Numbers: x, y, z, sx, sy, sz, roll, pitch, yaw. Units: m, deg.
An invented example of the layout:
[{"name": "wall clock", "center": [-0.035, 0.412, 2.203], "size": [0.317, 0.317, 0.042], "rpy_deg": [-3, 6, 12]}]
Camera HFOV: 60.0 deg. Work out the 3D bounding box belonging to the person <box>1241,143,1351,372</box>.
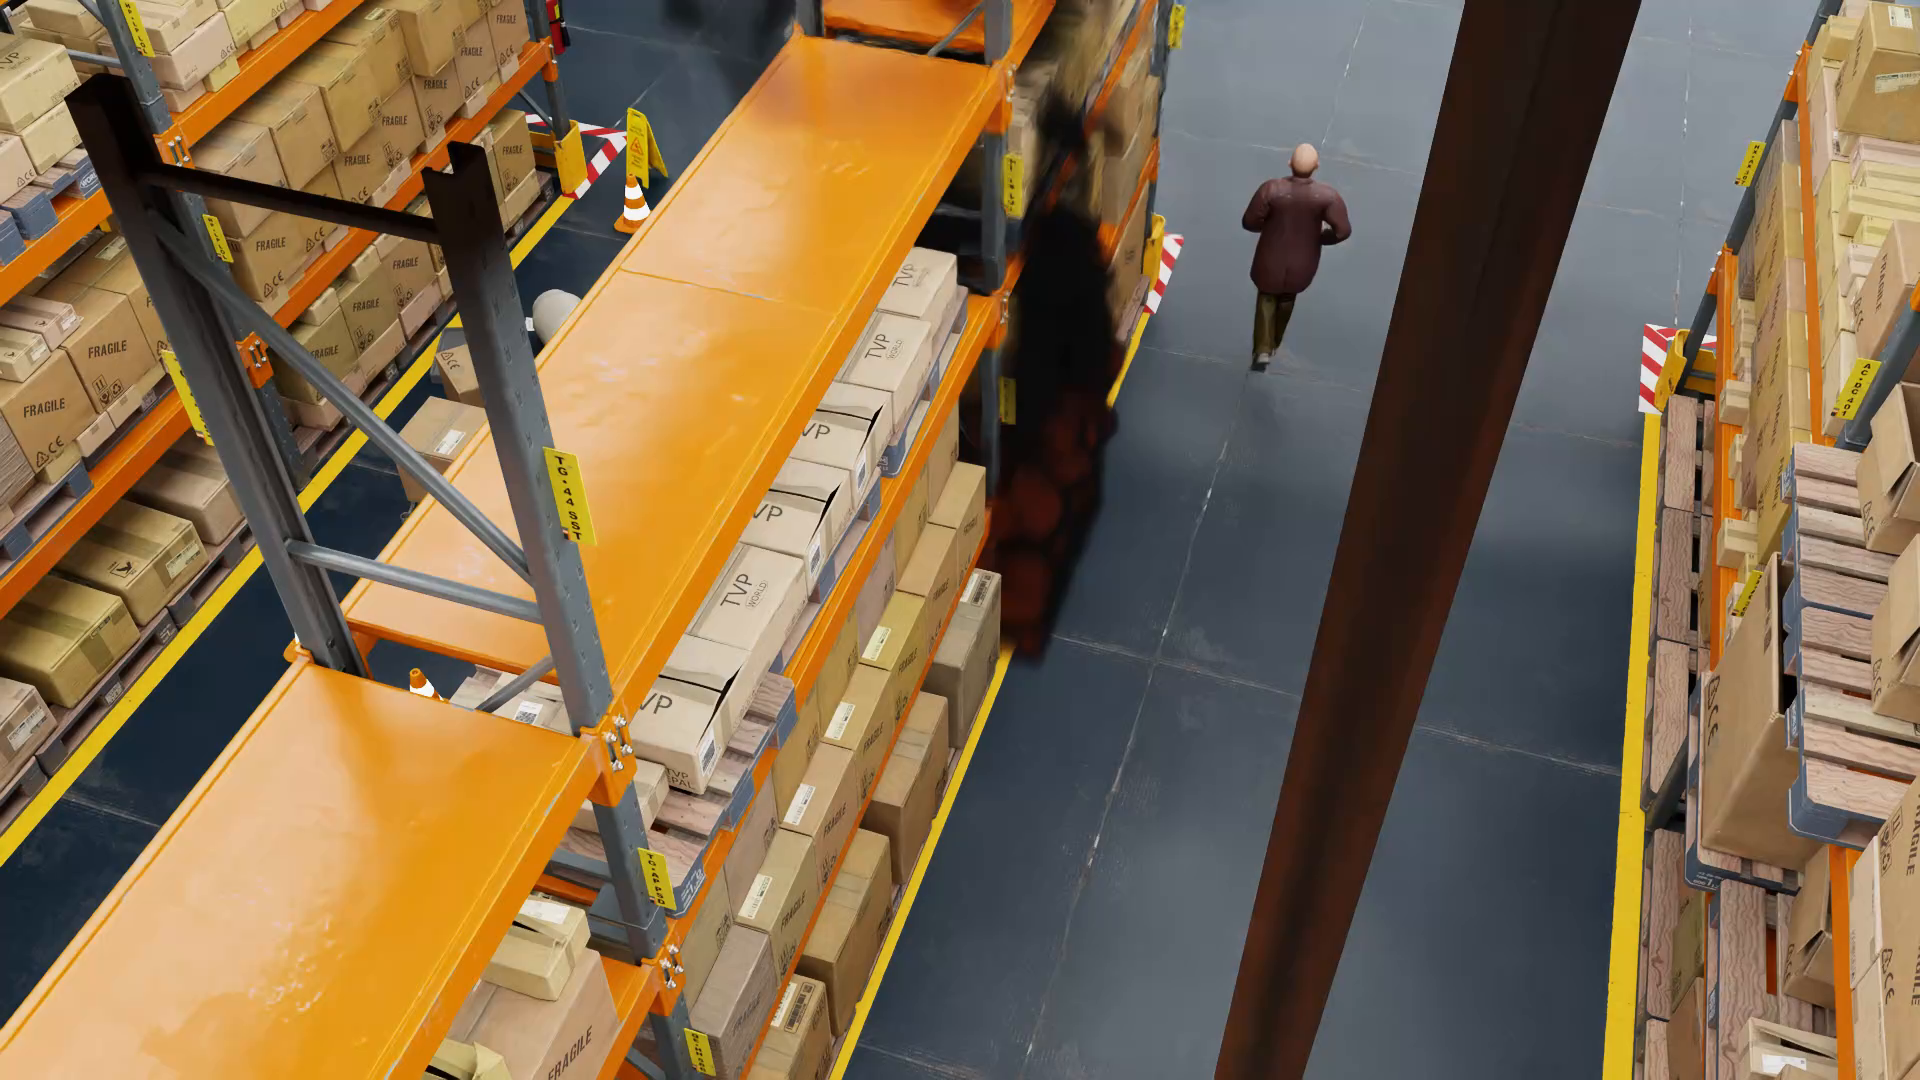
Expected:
[{"name": "person", "center": [2.252, -1.920, 11.385], "size": [0.720, 1.786, 0.738], "rpy_deg": [6, 46, 6]}]
